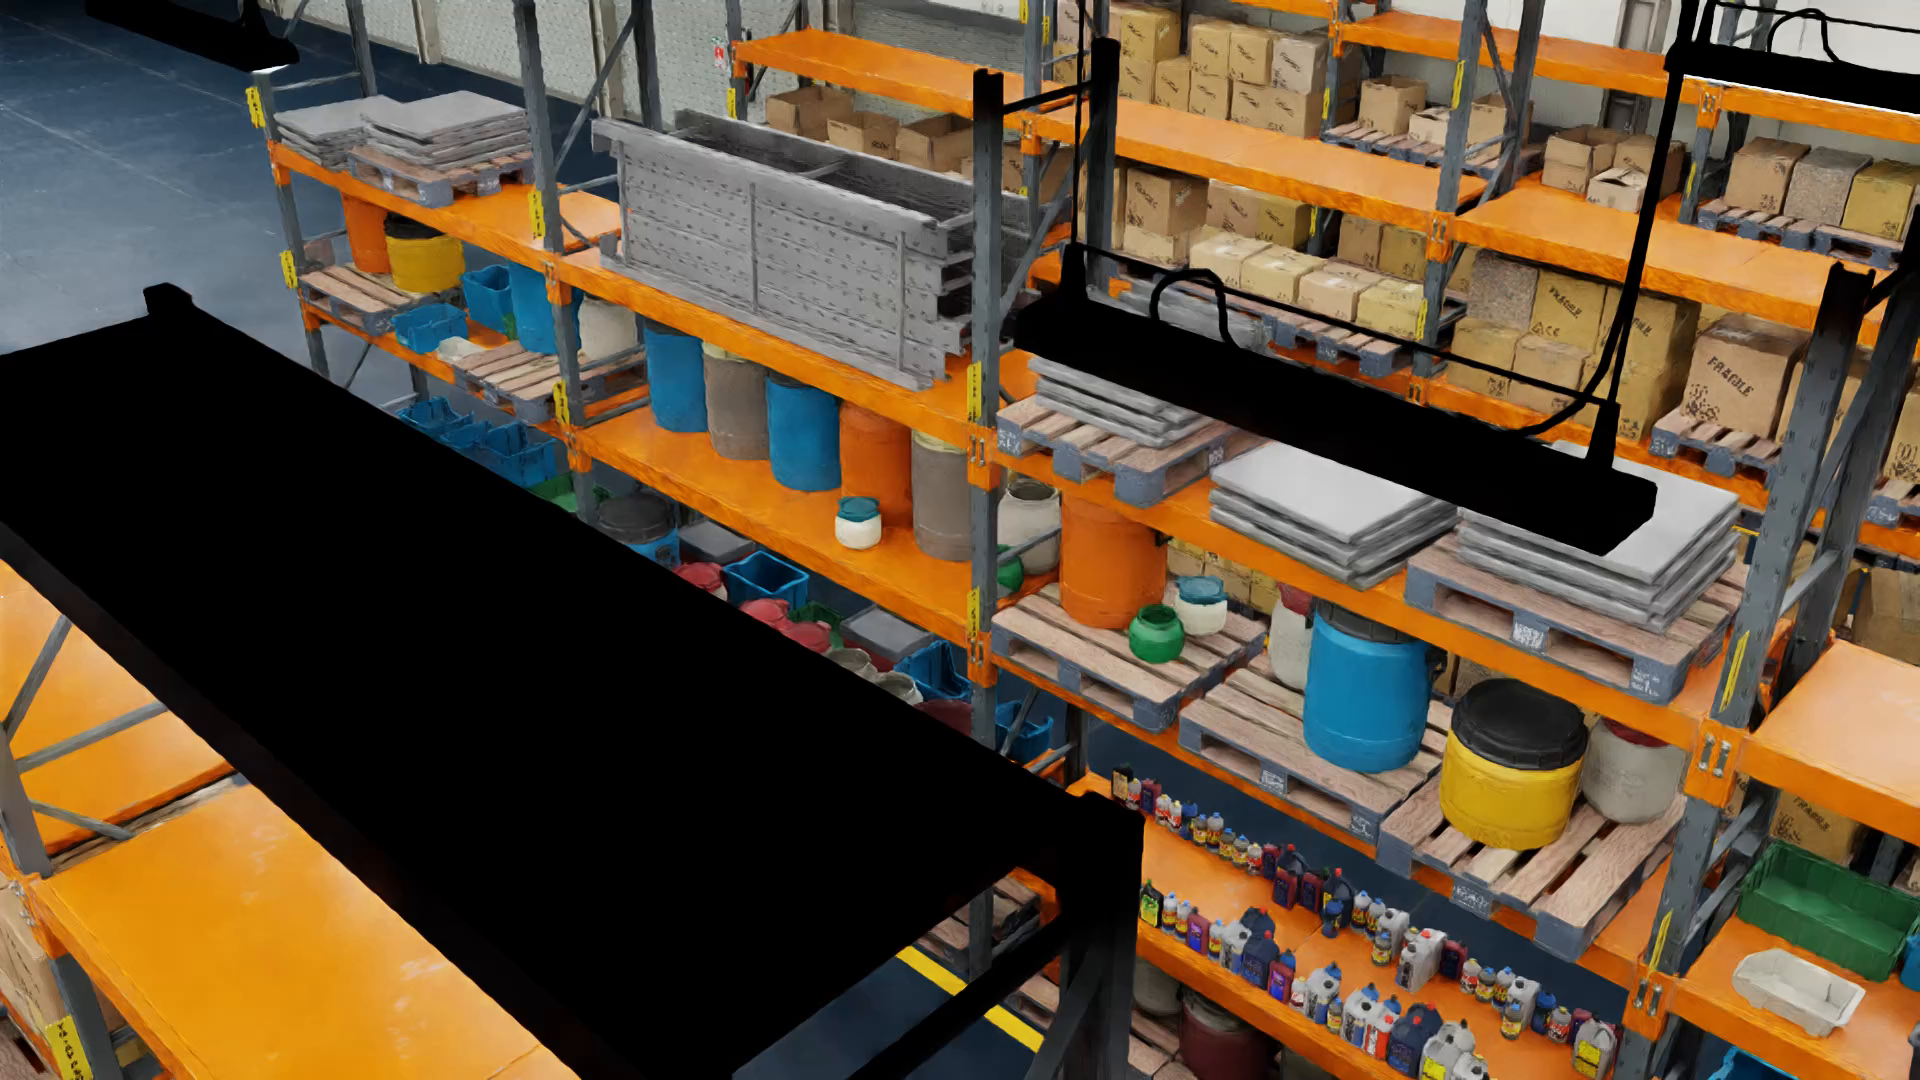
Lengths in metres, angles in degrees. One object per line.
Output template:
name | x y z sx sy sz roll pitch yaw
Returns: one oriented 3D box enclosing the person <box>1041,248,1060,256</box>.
person | 1.141 -2.937 19.709 0.771 1.703 0.670 11 31 18
